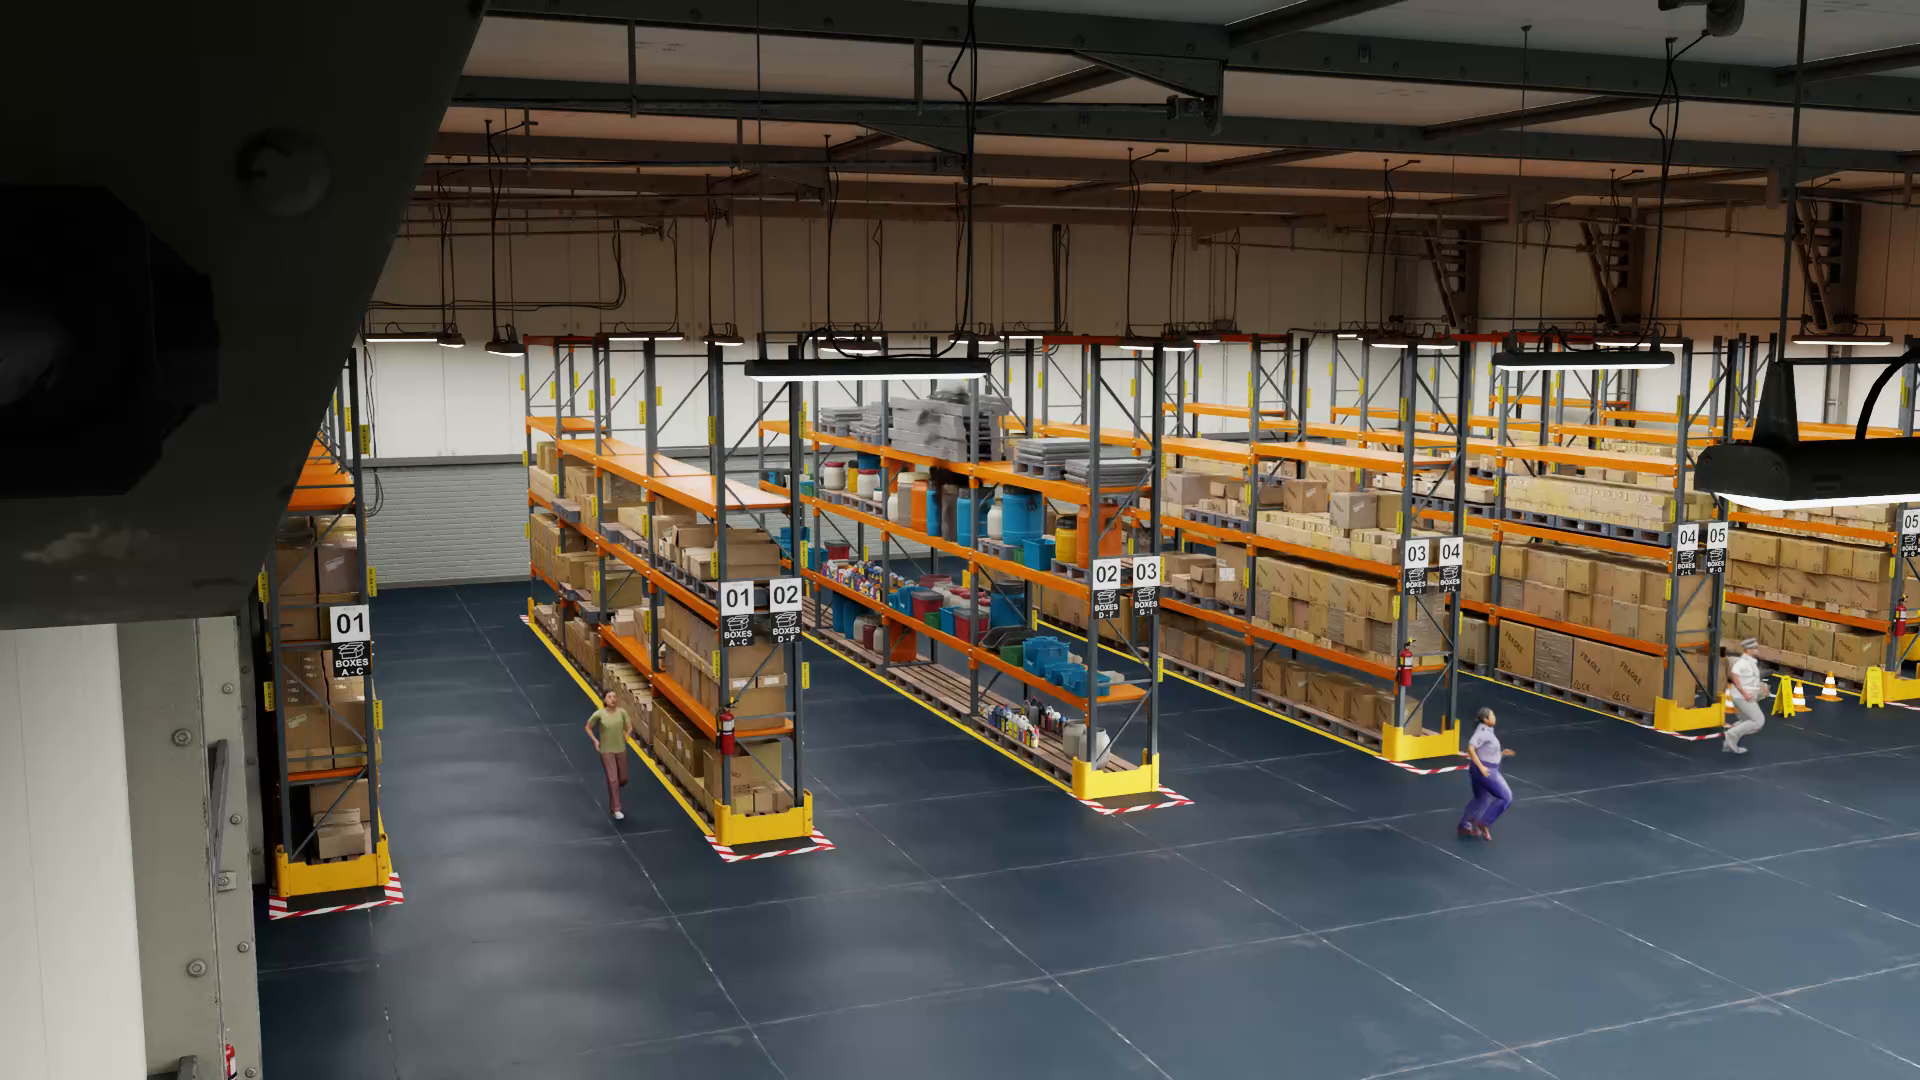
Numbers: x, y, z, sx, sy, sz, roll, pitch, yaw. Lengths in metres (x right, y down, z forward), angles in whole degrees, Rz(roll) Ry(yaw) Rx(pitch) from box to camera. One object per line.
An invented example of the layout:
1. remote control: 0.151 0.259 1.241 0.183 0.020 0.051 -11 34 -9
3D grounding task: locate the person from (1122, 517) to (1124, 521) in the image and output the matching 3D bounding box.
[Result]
1. person: 3.639 0.274 39.586 0.723 1.653 0.513 2 8 13

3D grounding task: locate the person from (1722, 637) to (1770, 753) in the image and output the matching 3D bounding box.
1. person: 11.486 2.266 24.239 0.590 1.720 0.646 4 8 26

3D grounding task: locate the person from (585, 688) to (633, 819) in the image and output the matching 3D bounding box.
1. person: -4.466 2.699 21.285 0.589 1.635 0.802 -4 9 -28

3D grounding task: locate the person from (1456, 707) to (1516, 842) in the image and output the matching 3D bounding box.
1. person: 6.422 2.844 20.232 0.648 1.640 0.587 1 8 7
